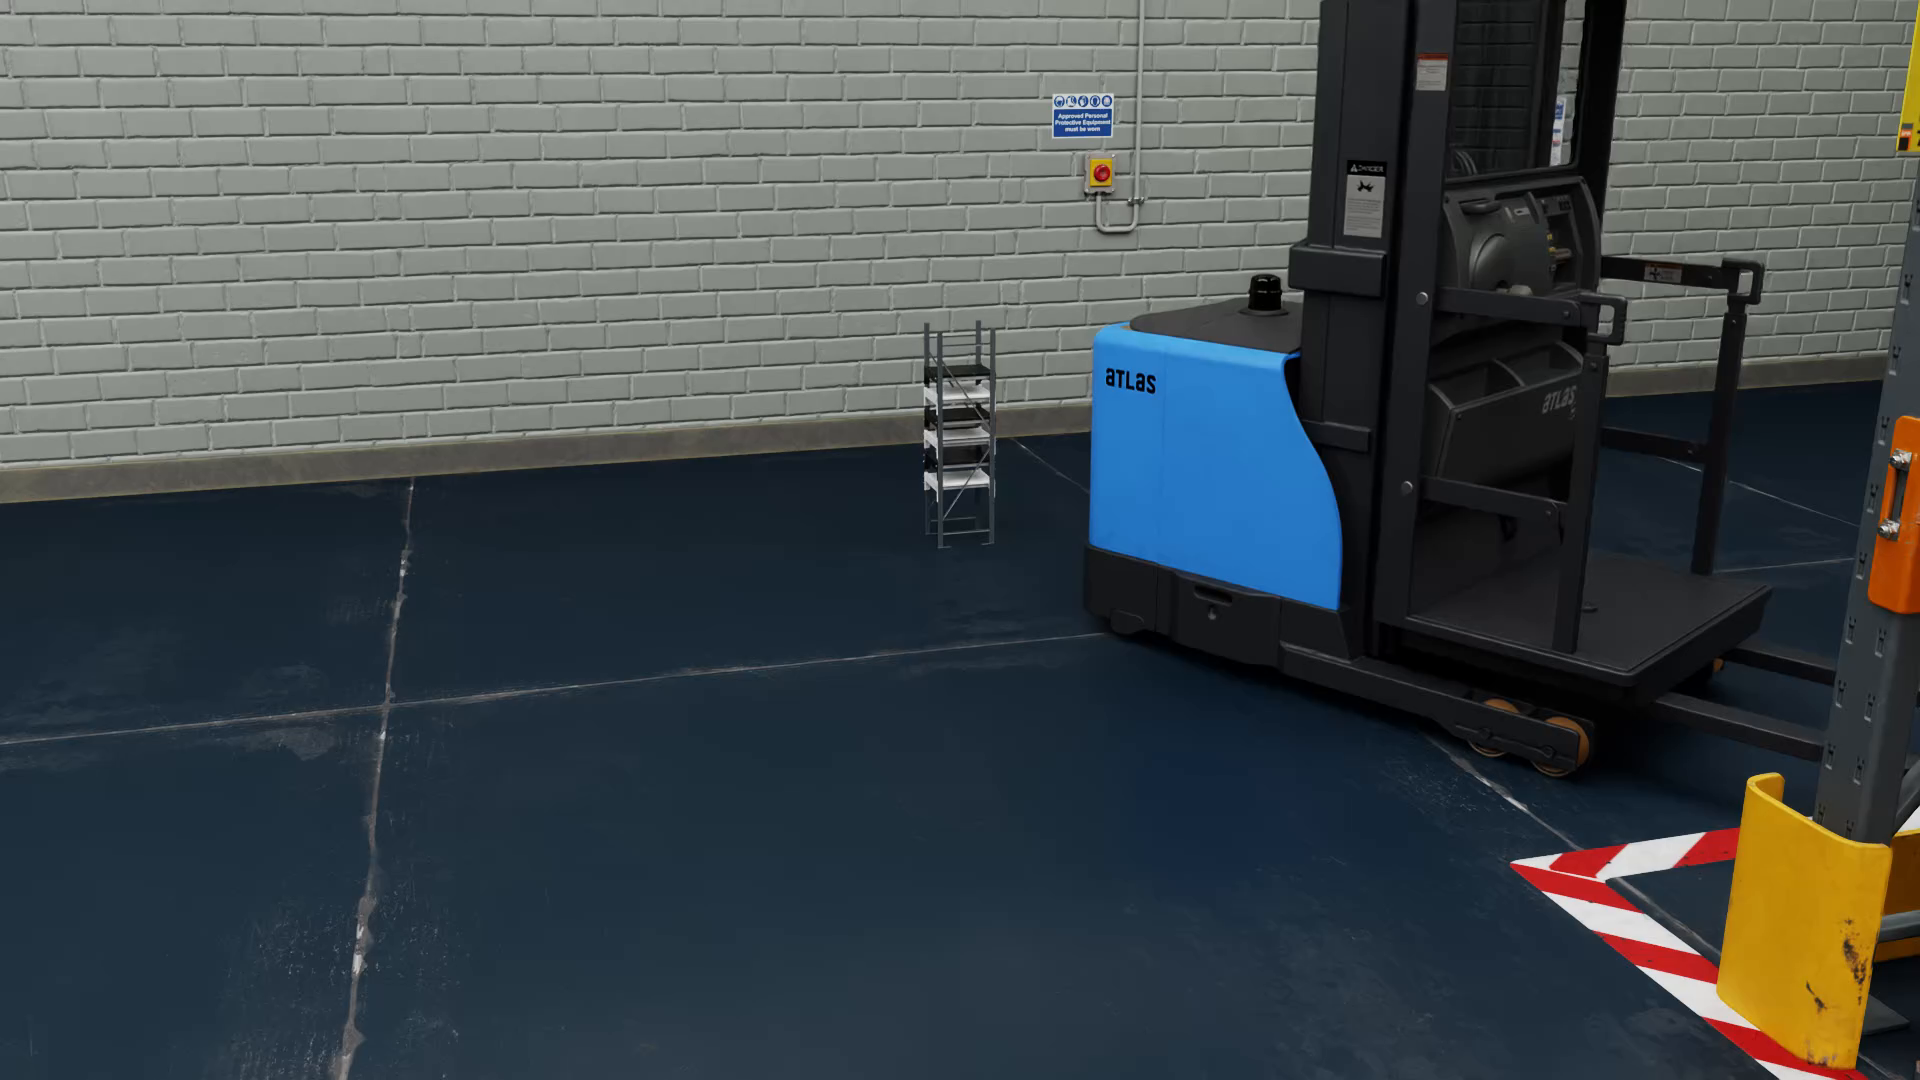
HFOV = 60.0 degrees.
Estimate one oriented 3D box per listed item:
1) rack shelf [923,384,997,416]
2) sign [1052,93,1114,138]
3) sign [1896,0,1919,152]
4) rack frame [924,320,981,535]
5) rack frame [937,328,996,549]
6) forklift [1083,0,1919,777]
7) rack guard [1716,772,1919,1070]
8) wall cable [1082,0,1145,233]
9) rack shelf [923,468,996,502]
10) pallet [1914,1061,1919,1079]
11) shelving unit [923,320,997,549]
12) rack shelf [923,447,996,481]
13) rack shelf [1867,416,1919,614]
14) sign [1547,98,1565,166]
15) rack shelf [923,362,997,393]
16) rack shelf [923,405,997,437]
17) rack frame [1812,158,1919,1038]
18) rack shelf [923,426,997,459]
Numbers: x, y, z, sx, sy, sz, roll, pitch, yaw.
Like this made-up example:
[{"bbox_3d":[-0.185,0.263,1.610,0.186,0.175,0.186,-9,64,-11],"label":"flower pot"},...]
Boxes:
[{"bbox_3d":[-0.002,-0.574,6.788,0.258,0.077,0.200,-5,17,-15],"label":"rack shelf"},{"bbox_3d":[0.622,-2.144,8.406,0.327,0.218,0.001,-5,17,-15],"label":"sign"},{"bbox_3d":[1.722,-0.854,2.938,0.100,0.325,0.005,-5,17,-15],"label":"sign"},{"bbox_3d":[-0.030,-0.461,6.924,0.240,0.900,0.006,-5,17,-15],"label":"rack frame"},{"bbox_3d":[0.026,-0.405,6.736,0.240,0.900,0.006,-5,17,-15],"label":"rack frame"},{"bbox_3d":[1.845,-0.901,4.857,3.031,2.935,1.130,16,23,42],"label":"forklift"},{"bbox_3d":[2.250,0.747,3.597,1.175,0.500,0.348,-5,17,-15],"label":"rack guard"},{"bbox_3d":[0.685,-2.503,8.251,0.585,1.953,0.123,-5,17,-15],"label":"wall cable"},{"bbox_3d":[-0.002,-0.229,6.891,0.258,0.077,0.200,-5,17,-15],"label":"rack shelf"},{"bbox_3d":[2.552,1.107,2.900,1.003,0.211,1.213,-5,17,-15],"label":"pallet"},{"bbox_3d":[-0.002,-0.433,6.830,0.258,0.900,0.210,-5,17,-15],"label":"shelving unit"},{"bbox_3d":[-0.002,-0.315,6.866,0.258,0.077,0.200,-5,17,-15],"label":"rack shelf"},{"bbox_3d":[2.807,0.454,1.477,1.077,0.370,4.000,-5,17,-15],"label":"rack shelf"},{"bbox_3d":[3.163,-2.178,9.154,0.329,0.494,0.001,-5,17,-15],"label":"sign"},{"bbox_3d":[-0.002,-0.660,6.762,0.258,0.077,0.200,-5,17,-15],"label":"rack shelf"},{"bbox_3d":[-0.002,-0.487,6.814,0.258,0.077,0.200,-5,17,-15],"label":"rack shelf"},{"bbox_3d":[2.257,-0.444,3.215,1.000,3.000,0.127,-5,17,-15],"label":"rack frame"},{"bbox_3d":[-0.002,-0.401,6.840,0.258,0.077,0.200,-5,17,-15],"label":"rack shelf"}]
